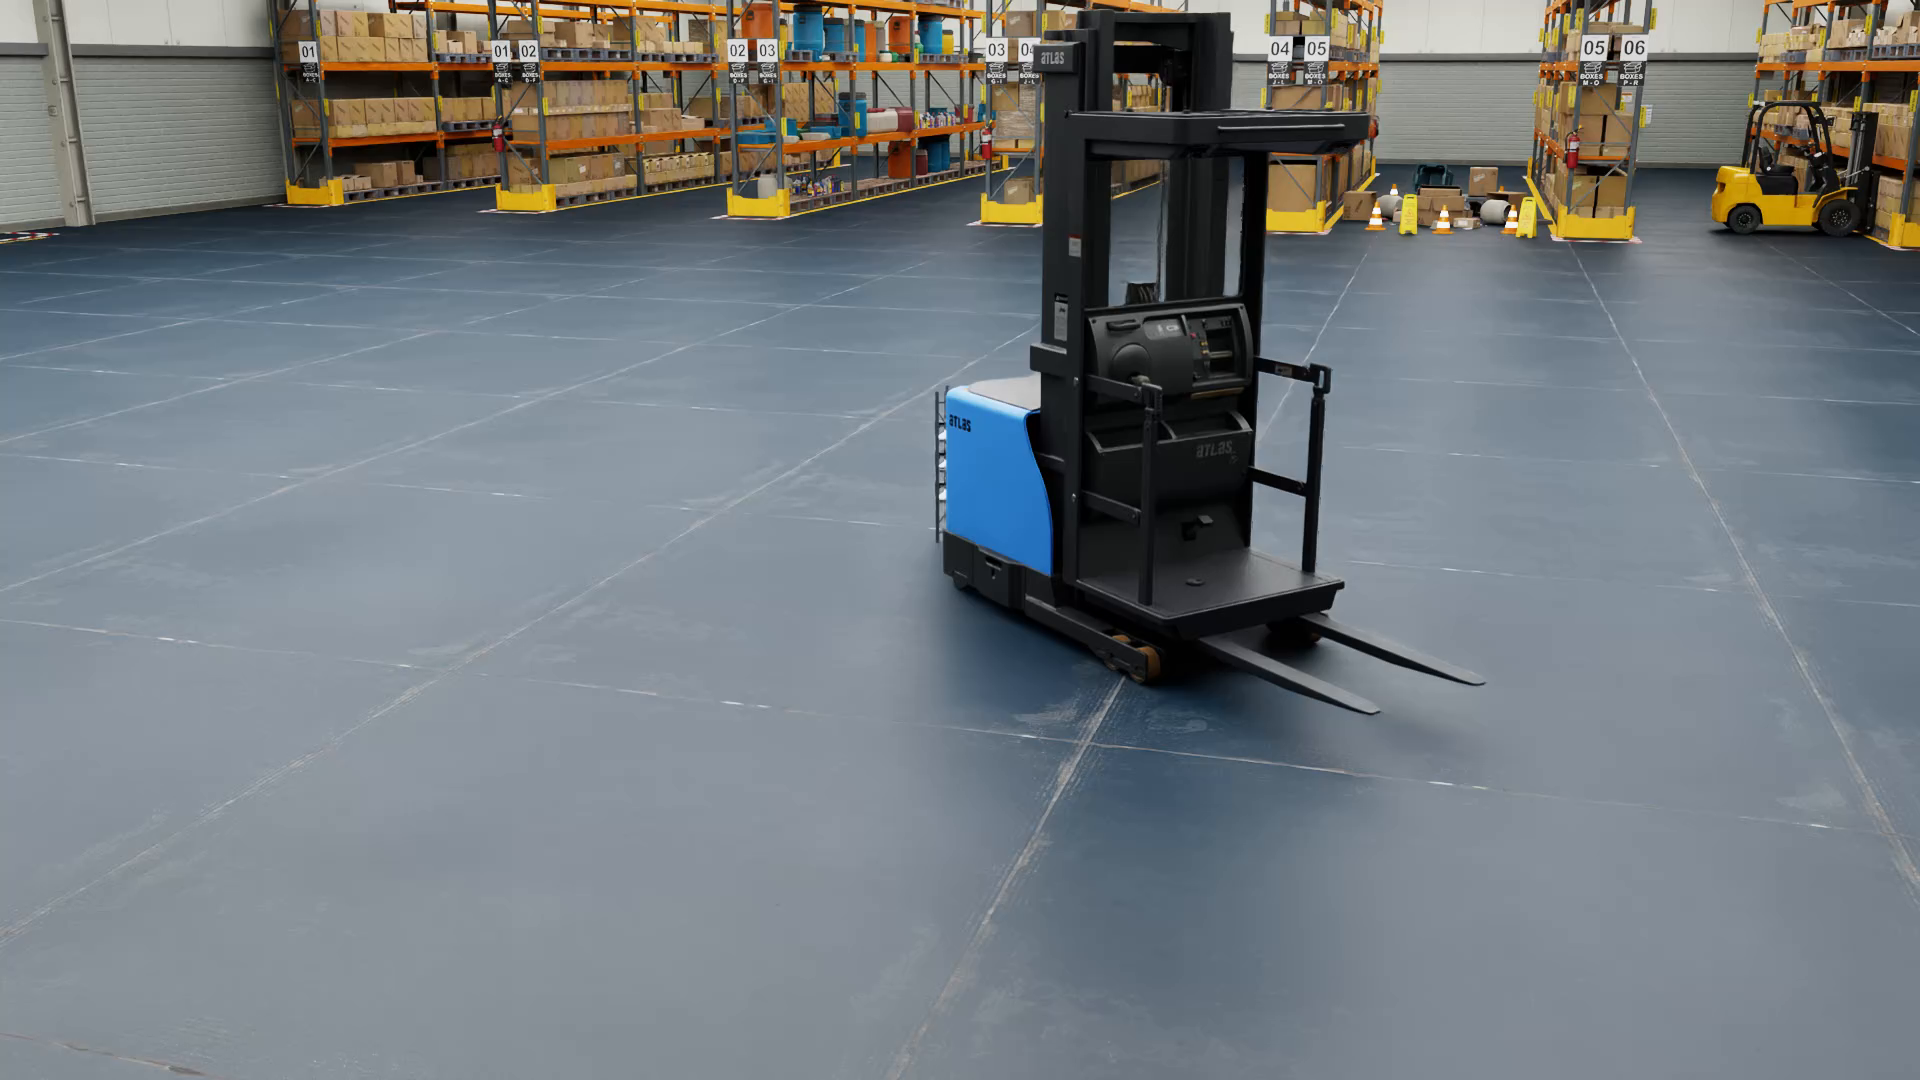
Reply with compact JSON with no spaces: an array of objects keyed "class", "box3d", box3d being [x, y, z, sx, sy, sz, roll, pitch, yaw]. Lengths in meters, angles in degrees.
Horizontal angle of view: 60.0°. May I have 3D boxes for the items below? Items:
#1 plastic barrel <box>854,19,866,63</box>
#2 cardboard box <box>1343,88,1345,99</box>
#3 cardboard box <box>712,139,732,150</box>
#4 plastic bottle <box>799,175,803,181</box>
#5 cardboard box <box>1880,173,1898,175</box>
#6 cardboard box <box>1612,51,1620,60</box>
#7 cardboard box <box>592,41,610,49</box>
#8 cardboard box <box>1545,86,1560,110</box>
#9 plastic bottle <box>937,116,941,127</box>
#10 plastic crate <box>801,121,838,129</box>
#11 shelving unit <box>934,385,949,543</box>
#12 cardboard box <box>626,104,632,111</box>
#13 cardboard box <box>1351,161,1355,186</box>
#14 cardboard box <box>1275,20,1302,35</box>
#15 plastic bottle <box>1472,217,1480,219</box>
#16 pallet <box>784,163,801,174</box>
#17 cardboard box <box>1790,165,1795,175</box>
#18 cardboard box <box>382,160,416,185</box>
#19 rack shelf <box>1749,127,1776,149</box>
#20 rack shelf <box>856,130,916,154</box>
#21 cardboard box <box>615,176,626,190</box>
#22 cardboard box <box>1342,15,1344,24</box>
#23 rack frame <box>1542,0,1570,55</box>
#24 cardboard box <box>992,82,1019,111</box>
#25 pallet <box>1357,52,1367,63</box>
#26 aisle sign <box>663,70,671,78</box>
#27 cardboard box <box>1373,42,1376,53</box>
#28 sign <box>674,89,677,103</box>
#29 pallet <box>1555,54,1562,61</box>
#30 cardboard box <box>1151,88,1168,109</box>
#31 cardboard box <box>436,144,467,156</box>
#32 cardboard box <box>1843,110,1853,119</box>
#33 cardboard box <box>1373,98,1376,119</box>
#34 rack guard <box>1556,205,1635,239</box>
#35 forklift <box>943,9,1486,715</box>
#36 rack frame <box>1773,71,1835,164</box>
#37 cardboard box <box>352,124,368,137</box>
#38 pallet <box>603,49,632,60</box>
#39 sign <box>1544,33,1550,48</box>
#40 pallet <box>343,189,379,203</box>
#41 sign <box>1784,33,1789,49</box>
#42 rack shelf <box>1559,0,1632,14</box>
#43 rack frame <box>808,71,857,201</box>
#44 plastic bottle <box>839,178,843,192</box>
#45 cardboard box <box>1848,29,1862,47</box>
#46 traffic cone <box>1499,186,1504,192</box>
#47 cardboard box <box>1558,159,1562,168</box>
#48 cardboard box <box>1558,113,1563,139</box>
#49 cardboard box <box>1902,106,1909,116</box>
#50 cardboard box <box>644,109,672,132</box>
[{"class":"plastic barrel","box3d":[-2.351,-10.808,36.021,0.600,0.901,0.708,5,16,16]},{"class":"cardboard box","box3d":[7.530,-9.029,34.148,0.700,0.500,0.500,4,16,15]},{"class":"cardboard box","box3d":[-5.931,-9.979,41.914,0.500,0.250,0.500,4,16,15]},{"class":"plastic bottle","box3d":[-3.286,-7.390,34.434,0.144,0.351,0.185,5,17,17]},{"class":"cardboard box","box3d":[15.628,-6.089,28.237,0.500,0.250,0.500,5,17,18]},{"class":"cardboard box","box3d":[10.849,-7.892,27.120,0.380,0.149,0.250,4,16,14]},{"class":"cardboard box","box3d":[-7.488,-10.271,34.483,0.380,0.149,0.250,5,16,16]},{"class":"cardboard box","box3d":[13.201,-9.742,36.663,0.500,0.500,0.500,4,16,14]},{"class":"plastic bottle","box3d":[-0.539,-10.213,40.568,0.152,0.276,0.135,5,16,16]},{"class":"plastic crate","box3d":[-2.930,-8.475,34.324,0.767,0.338,0.504,5,16,16]},{"class":"shelving unit","box3d":[0.002,-0.435,9.714,0.258,0.900,0.210,5,16,16]},{"class":"cardboard box","box3d":[-7.279,-9.289,35.710,0.380,0.149,0.250,5,16,16]},{"class":"cardboard box","box3d":[8.399,-8.048,36.516,0.500,0.500,0.500,4,16,14]},{"class":"cardboard box","box3d":[5.551,-8.704,28.298,0.500,0.250,0.500,5,17,17]},{"class":"plastic bottle","box3d":[9.426,-5.873,30.424,0.133,0.061,0.283,8,18,25]},{"class":"pallet","box3d":[-4.937,-9.948,44.514,1.003,0.211,1.213,5,16,16]},{"class":"cardboard box","box3d":[17.830,-7.673,35.195,0.500,0.500,0.500,4,16,14]},{"class":"cardboard box","box3d":[-12.414,-8.134,36.785,0.500,0.500,0.500,3,16,12]},{"class":"rack shelf","box3d":[19.193,-9.365,38.669,1.077,0.370,4.000,5,16,16]},{"class":"rack shelf","box3d":[-2.091,-8.809,36.707,1.077,0.370,4.000,5,16,16]},{"class":"cardboard box","box3d":[-7.481,-7.628,35.493,0.500,0.250,0.500,5,16,16]},{"class":"cardboard box","box3d":[6.731,-9.407,30.046,0.380,0.149,0.250,5,16,16]},{"class":"rack frame","box3d":[15.001,-13.505,40.950,1.000,3.000,0.127,5,16,16]},{"class":"cardboard box","box3d":[0.872,-8.036,30.104,0.500,0.500,0.500,5,16,16]},{"class":"pallet","box3d":[7.821,-10.063,34.658,1.213,0.211,1.003,5,17,18]},{"class":"aisle sign","box3d":[-8.439,-13.786,48.171,0.394,0.787,0.004,5,16,16]},{"class":"cardboard box","box3d":[9.759,-11.909,40.179,0.500,0.250,0.500,5,17,17]},{"class":"sign","box3d":[-6.793,-10.622,39.803,0.100,0.325,0.005,5,16,16]},{"class":"pallet","box3d":[13.175,-10.343,35.647,1.003,0.211,1.213,5,17,18]},{"class":"cardboard box","box3d":[4.892,-11.006,41.490,0.500,0.500,0.500,5,16,16]},{"class":"cardboard box","box3d":[-11.842,-9.079,38.742,0.500,0.250,0.500,4,16,15]},{"class":"cardboard box","box3d":[16.359,-7.770,30.353,0.380,0.149,0.250,4,16,14]},{"class":"cardboard box","box3d":[10.346,-11.030,42.490,0.500,0.500,0.500,5,17,17]},{"class":"rack guard","box3d":[10.476,-5.250,27.422,1.175,0.500,0.348,5,16,16]},{"class":"forklift","box3d":[1.112,-0.906,7.653,1.130,2.935,3.031,-10,18,-30]},{"class":"rack frame","box3d":[18.625,-9.188,36.726,1.000,3.000,0.127,5,16,16]},{"class":"cardboard box","box3d":[-12.717,-8.531,34.647,0.500,0.250,0.500,4,16,14]},{"class":"pallet","box3d":[-7.625,-10.192,34.930,1.003,0.211,1.213,5,16,16]},{"class":"sign","box3d":[13.332,-11.344,37.739,0.100,0.325,0.005,5,16,16]},{"class":"pallet","box3d":[-13.008,-7.241,34.973,1.003,0.211,1.213,5,16,16]},{"class":"sign","box3d":[18.102,-10.920,36.387,0.100,0.325,0.005,5,16,16]},{"class":"rack shelf","box3d":[12.160,-10.350,31.879,1.077,0.370,4.000,5,16,16]},{"class":"rack frame","box3d":[-2.659,-8.632,34.764,1.000,3.000,0.127,5,16,16]},{"class":"plastic bottle","box3d":[-2.479,-7.385,34.540,0.061,0.283,0.133,5,17,19]},{"class":"cardboard box","box3d":[16.541,-9.154,30.321,0.500,0.311,0.500,4,16,14]},{"class":"traffic cone","box3d":[10.601,-6.691,32.573,0.336,0.463,0.334,5,16,16]},{"class":"cardboard box","box3d":[10.927,-6.735,29.784,0.380,0.149,0.250,5,17,18]},{"class":"cardboard box","box3d":[11.199,-7.577,30.316,0.500,0.500,0.500,5,16,16]},{"class":"cardboard box","box3d":[15.203,-6.799,26.387,0.380,0.149,0.250,5,17,17]},{"class":"cardboard box","box3d":[-6.881,-9.533,37.760,0.500,0.500,0.500,5,16,16]}]
